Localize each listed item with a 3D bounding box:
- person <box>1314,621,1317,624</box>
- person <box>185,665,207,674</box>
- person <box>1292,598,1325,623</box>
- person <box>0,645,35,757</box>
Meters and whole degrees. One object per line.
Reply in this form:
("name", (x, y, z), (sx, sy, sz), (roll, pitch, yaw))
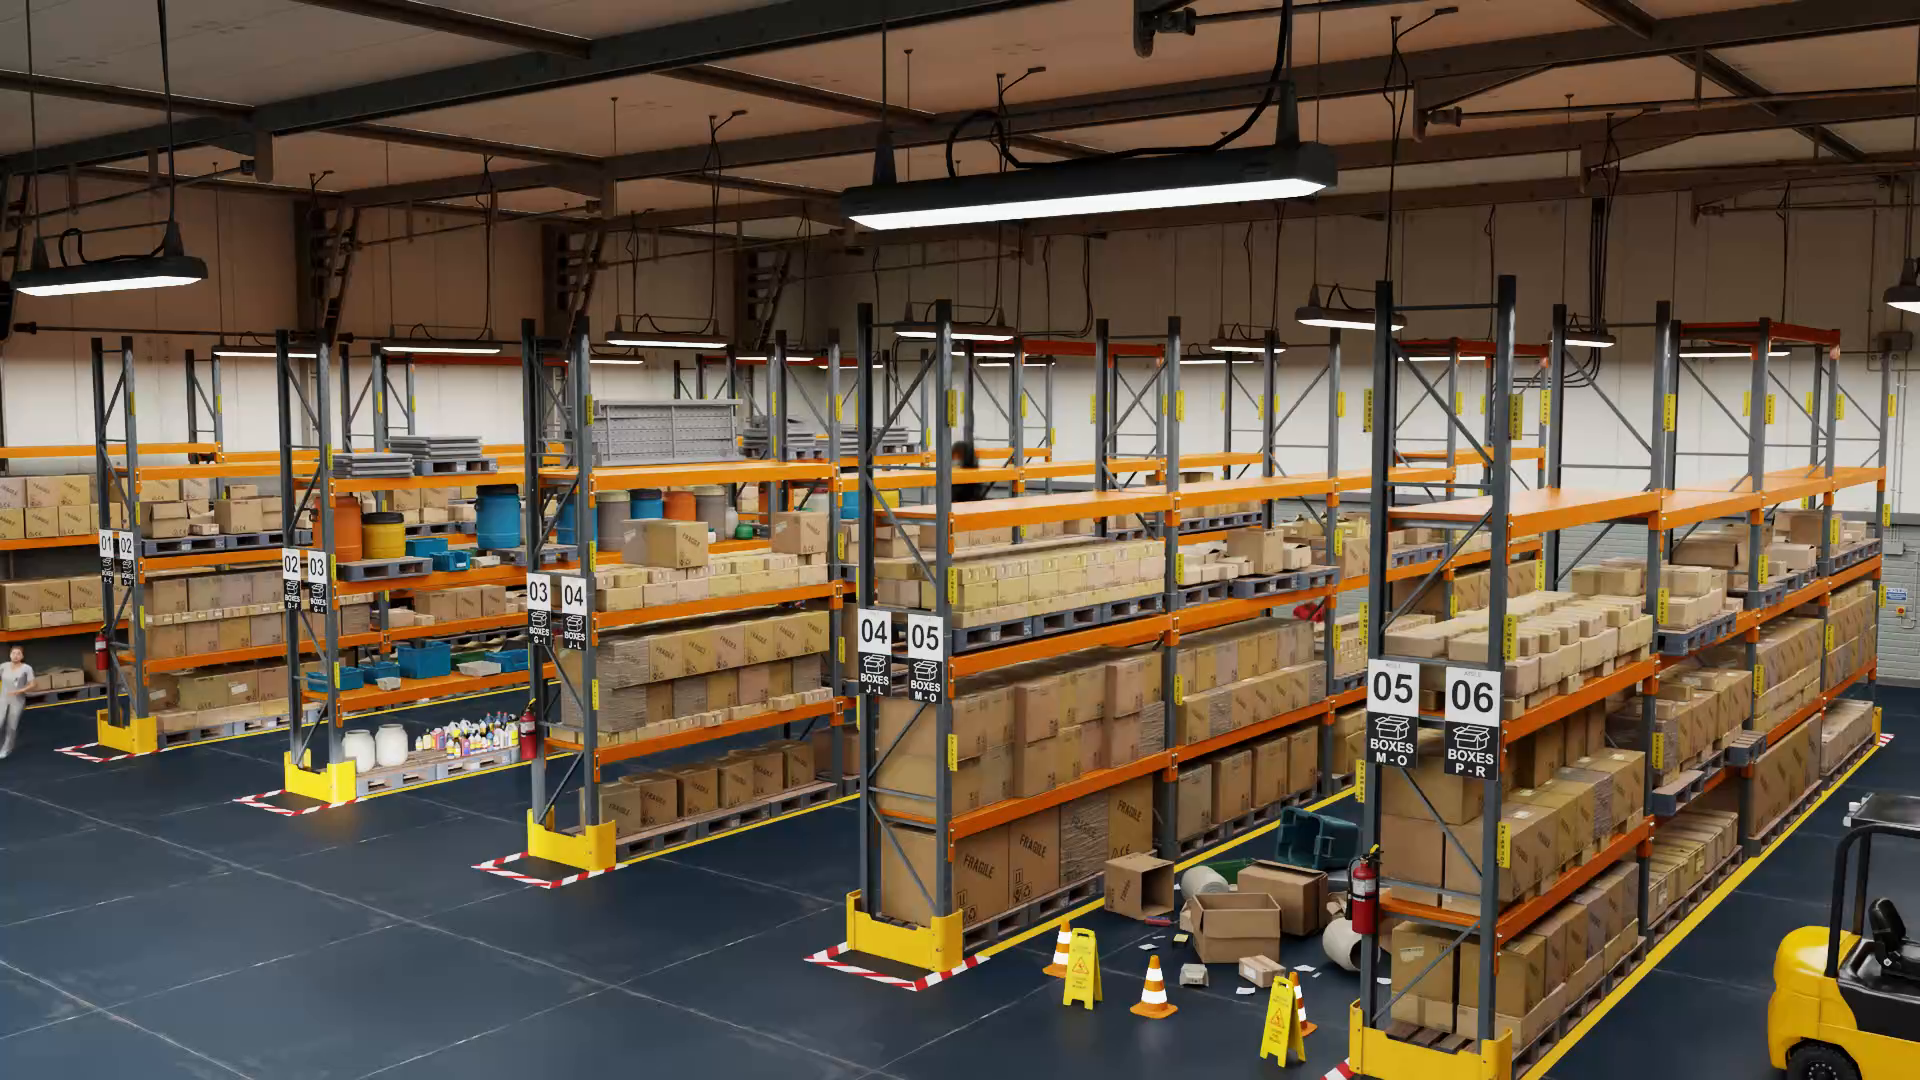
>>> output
("person", (5.514, 2.090, 25.990), (0.637, 1.663, 0.637), (4, 6, 39))
("person", (-12.394, 1.972, 27.112), (0.583, 1.632, 0.912), (3, 6, 31))
("person", (6.159, 1.781, 29.295), (0.780, 1.740, 0.679), (3, 6, 31))
("person", (-13.445, 2.294, 23.601), (0.606, 1.615, 0.587), (-2, 5, -17))
